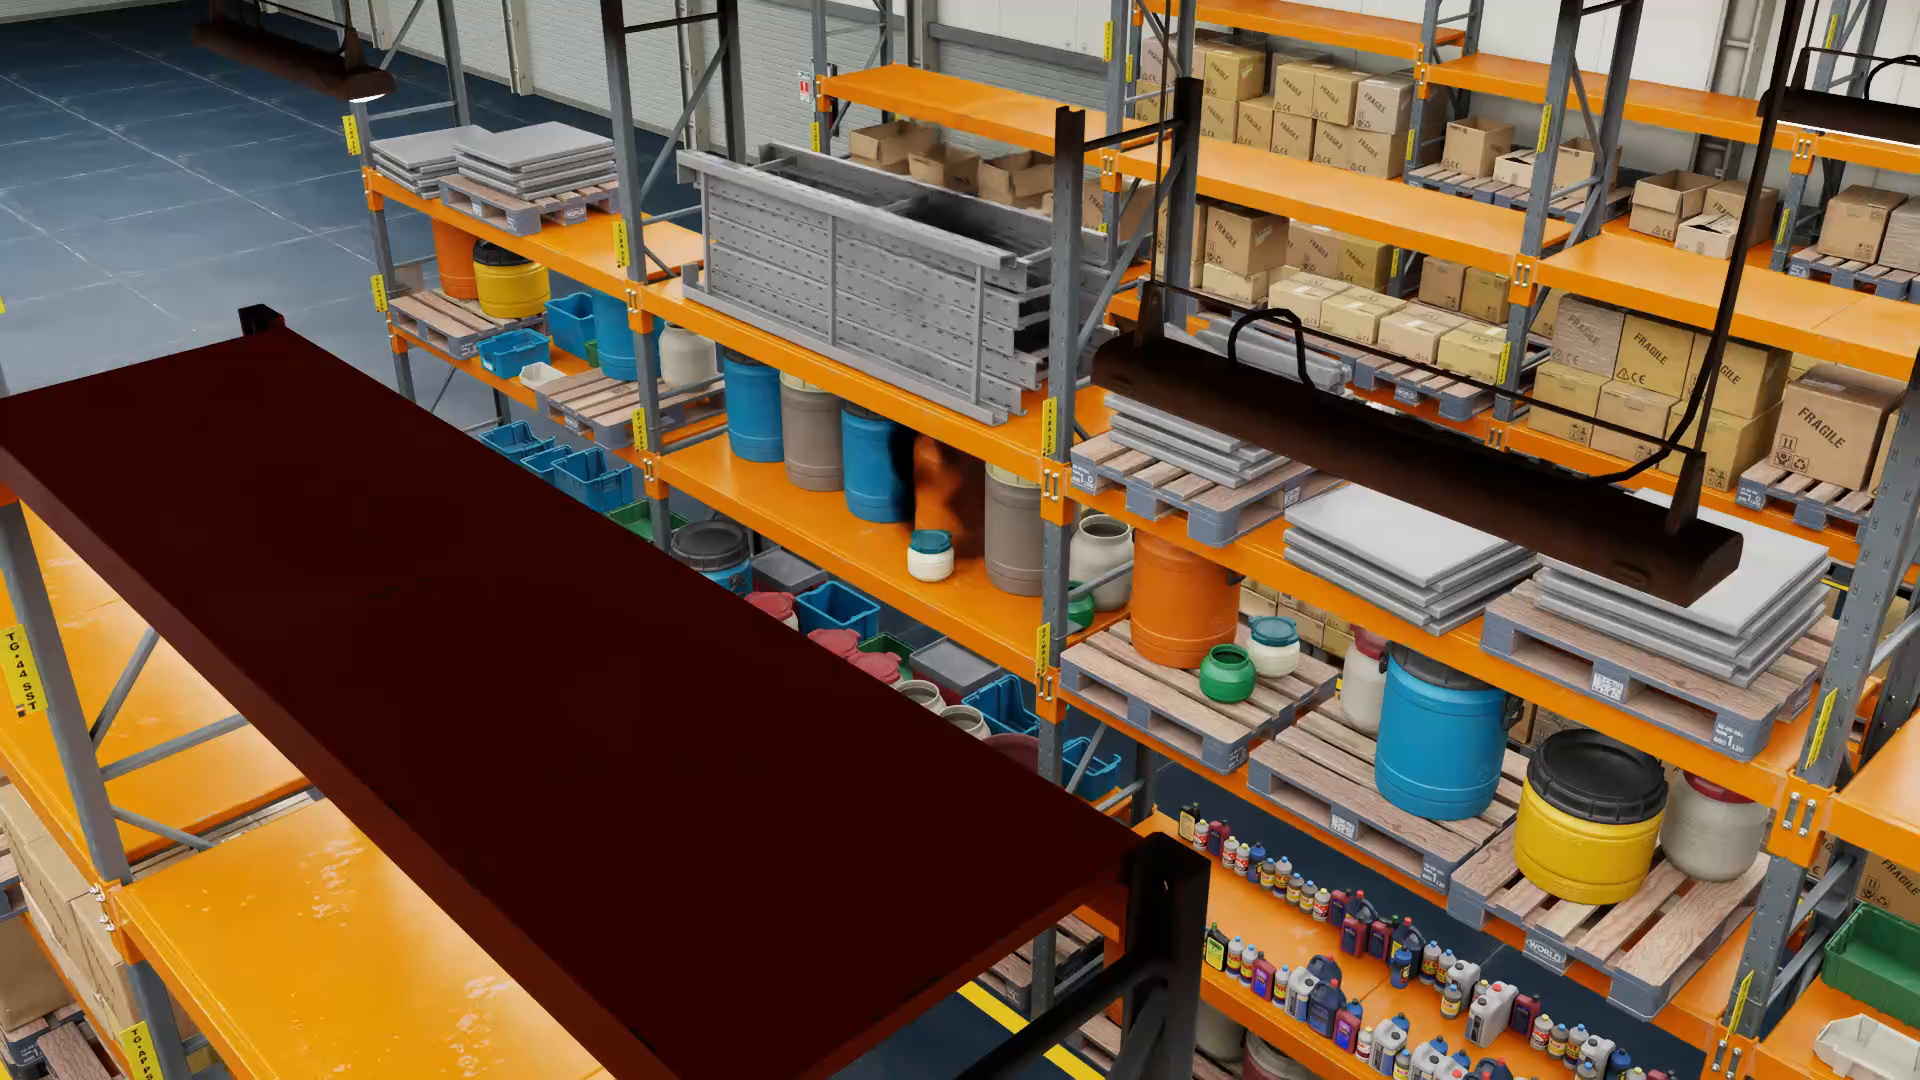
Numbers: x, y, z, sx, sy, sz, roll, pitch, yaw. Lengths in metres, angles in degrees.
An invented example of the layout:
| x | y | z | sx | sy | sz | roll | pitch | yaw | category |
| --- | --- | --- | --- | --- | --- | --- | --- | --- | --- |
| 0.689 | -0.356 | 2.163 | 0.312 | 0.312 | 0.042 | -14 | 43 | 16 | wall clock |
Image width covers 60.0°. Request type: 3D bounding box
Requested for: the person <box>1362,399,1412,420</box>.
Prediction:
| x | y | z | sx | sy | sz | roll | pitch | yaw | category |
| --- | --- | --- | --- | --- | --- | --- | --- | --- | --- |
| 4.194 | -0.911 | 16.771 | 0.805 | 1.751 | 0.565 | 21 | 34 | 33 | person |

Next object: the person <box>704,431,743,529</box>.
| x | y | z | sx | sy | sz | roll | pitch | yaw | category |
| --- | --- | --- | --- | --- | --- | --- | --- | --- | --- |
| -2.175 | -0.386 | 15.760 | 0.599 | 1.729 | 0.692 | 25 | 37 | 38 | person |
